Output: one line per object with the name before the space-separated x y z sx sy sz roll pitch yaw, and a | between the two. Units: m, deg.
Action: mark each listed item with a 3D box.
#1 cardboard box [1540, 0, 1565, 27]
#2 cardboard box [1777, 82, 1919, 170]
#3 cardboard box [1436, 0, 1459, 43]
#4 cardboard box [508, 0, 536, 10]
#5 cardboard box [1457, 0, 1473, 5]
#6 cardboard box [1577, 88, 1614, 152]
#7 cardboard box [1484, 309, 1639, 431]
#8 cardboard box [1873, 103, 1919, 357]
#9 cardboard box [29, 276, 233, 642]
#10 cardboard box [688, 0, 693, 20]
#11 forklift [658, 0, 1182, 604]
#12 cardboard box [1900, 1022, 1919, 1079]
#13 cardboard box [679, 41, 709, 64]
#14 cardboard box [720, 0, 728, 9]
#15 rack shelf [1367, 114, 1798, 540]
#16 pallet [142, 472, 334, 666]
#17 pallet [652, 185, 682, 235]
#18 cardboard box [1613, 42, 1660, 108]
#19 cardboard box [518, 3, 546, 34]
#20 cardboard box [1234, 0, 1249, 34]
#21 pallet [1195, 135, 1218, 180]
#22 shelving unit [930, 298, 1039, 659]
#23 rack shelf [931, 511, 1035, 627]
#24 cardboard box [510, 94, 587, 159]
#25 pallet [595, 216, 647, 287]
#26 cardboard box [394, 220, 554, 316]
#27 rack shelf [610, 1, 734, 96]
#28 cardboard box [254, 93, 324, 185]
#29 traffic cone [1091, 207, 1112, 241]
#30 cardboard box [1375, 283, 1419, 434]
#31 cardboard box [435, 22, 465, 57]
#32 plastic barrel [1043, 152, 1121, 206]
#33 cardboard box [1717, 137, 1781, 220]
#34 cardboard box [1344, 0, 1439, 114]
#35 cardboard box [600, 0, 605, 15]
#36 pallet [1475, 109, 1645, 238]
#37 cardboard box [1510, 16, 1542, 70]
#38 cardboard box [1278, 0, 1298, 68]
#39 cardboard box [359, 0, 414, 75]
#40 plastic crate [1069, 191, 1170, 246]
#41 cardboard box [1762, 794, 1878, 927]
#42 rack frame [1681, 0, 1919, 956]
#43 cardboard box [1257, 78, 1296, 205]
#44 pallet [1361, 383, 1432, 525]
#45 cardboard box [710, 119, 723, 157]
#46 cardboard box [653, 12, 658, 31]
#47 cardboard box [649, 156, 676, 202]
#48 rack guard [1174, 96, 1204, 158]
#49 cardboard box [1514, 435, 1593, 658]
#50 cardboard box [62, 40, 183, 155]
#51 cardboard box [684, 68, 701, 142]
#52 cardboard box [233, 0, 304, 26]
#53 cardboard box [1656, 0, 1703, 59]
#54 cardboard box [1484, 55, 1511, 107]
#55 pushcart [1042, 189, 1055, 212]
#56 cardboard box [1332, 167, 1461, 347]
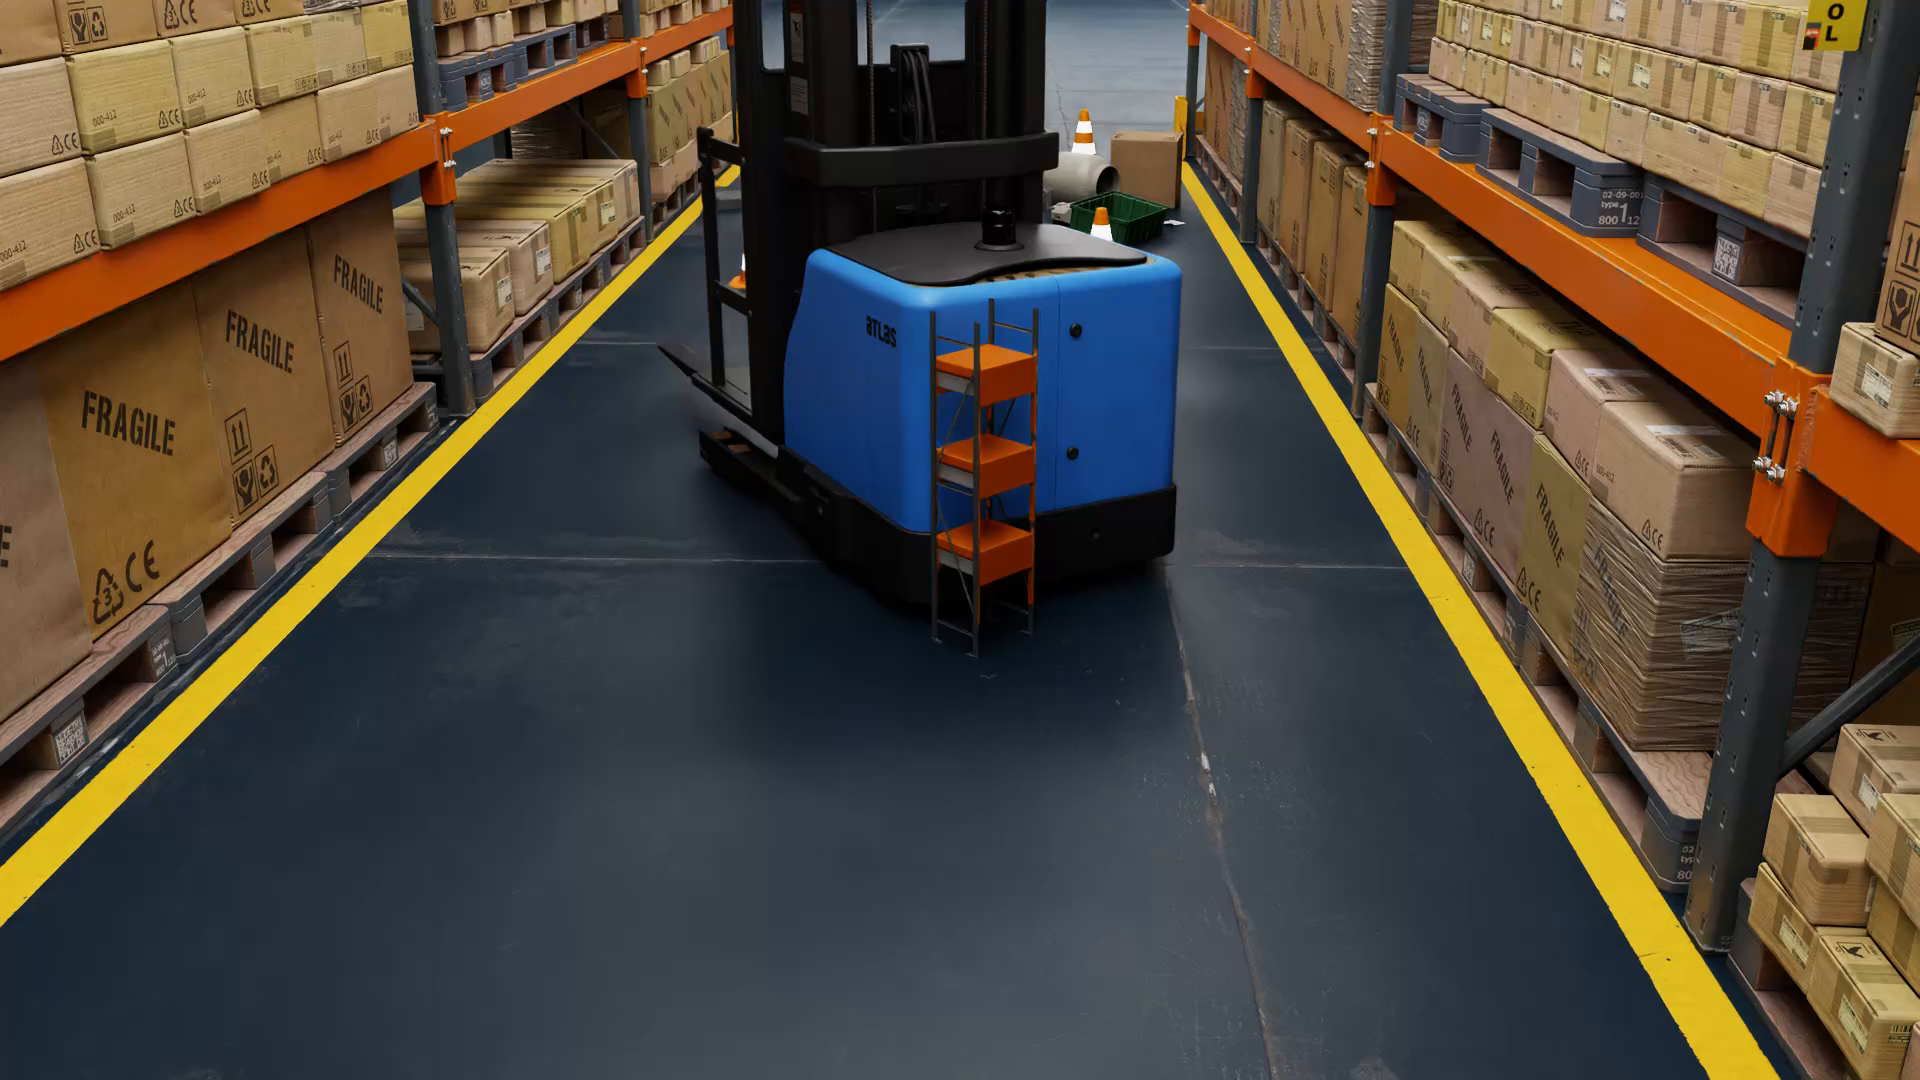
cardboard box | 2.014 -1.661 5.107 0.380 0.149 0.250 1 21 3
cardboard box | 1.953 -0.862 3.460 0.380 0.149 0.250 1 21 3
cardboard box | 2.045 -1.990 6.366 0.380 0.149 0.250 2 21 4
cardboard box | -2.427 -2.885 8.187 0.500 0.500 0.500 1 21 3
cardboard box | 2.047 -2.039 6.082 0.380 0.149 0.250 0 21 0
cardboard box | 1.989 -1.194 4.727 0.380 0.149 0.250 2 21 4
cardboard box | 1.939 -0.528 5.081 0.500 0.250 0.500 0 21 -1
cardboard box | 1.872 -0.508 2.642 0.500 0.500 0.500 0 21 1
cardboard box | -2.854 -0.274 4.945 0.875 0.875 0.875 1 21 3
cardboard box | -2.211 -3.956 12.426 0.380 0.149 0.250 1 21 1
forklift | -0.401 -1.652 6.235 1.130 2.935 3.031 -11 24 -26
cardboard box | 1.843 0.949 2.796 0.380 0.149 0.250 1 21 1
cardboard box | -2.175 -3.809 12.987 0.380 0.149 0.250 2 21 4
cardboard box | -2.142 -4.508 13.848 0.380 0.149 0.250 0 21 1
rack shelf | 2.199 -0.887 5.162 1.077 0.370 4.000 1 21 2
pallet | -2.830 0.061 5.580 1.003 0.211 1.213 1 21 2
pallet | -2.584 -2.353 11.800 1.003 0.211 1.213 1 21 2
cardboard box | 1.984 -1.240 4.434 0.380 0.149 0.250 0 21 -1
cardboard box | -2.397 -2.741 8.713 0.380 0.149 0.250 1 21 3
cardboard box | 2.375 -3.794 11.453 0.875 0.550 0.550 1 21 2
pallet | 2.557 -3.248 14.107 1.003 0.211 1.213 1 21 2
shelving unit | 0.072 -0.182 5.047 0.252 1.050 0.215 -19 28 -40
rack shelf | 0.072 0.087 5.152 0.240 0.259 0.215 -19 28 -40
cardboard box | -2.819 -2.890 11.514 0.500 0.500 0.500 0 21 1
pallet | -2.591 -1.828 10.448 1.003 0.211 1.213 1 21 2
cardboard box | -2.649 -1.405 8.555 0.950 0.372 0.625 0 21 1
rack shelf | -2.508 -3.797 12.663 1.077 0.370 4.000 1 21 2
cardboard box | -2.478 -1.341 5.545 0.500 0.250 0.500 0 21 1
traffic cone | 0.832 -1.740 9.875 0.336 0.463 0.334 1 21 2
cardboard box | 1.984 -0.723 6.620 0.500 0.500 0.500 0 21 -1
cardboard box | -2.453 -2.259 7.471 0.380 0.149 0.250 -1 21 -2
plastic barrel | 0.883 -2.617 12.189 0.512 0.421 0.421 18 27 38
cardboard box | 1.960 -0.817 3.755 0.380 0.149 0.250 1 21 2
cardboard box | 2.006 -2.158 7.305 0.500 0.500 0.500 1 21 2
cardboard box | -2.334 -3.204 9.906 0.380 0.149 0.250 0 21 0
pallet | 2.241 -1.140 5.084 1.003 0.211 1.213 1 21 2
cardboard box | 2.018 -1.614 5.398 0.380 0.149 0.250 1 21 2
cardboard box | 2.065 -2.888 9.186 0.500 0.500 0.500 1 21 1
cardboard box | -2.451 -1.948 6.420 0.500 0.250 0.500 1 21 1
plastic crate | 1.078 -2.185 11.320 0.450 0.188 0.662 23 29 25
cardboard box | 1.808 0.623 3.225 0.380 0.149 0.250 2 21 4
rack frame | 2.139 -0.499 3.168 1.000 3.000 0.127 1 21 2
cardboard box | 2.471 -2.823 11.515 0.875 0.875 0.875 1 21 2
pallet | 2.235 -0.363 6.672 1.003 0.211 1.213 1 21 2
cardboard box | -2.227 -3.287 13.574 0.500 0.250 0.500 1 21 2
cardboard box | -2.305 -3.591 11.484 0.380 0.149 0.250 1 21 1
cardboard box | -2.281 -2.534 11.633 0.500 0.250 0.500 0 21 -1
rack guard | 2.504 -3.681 14.825 1.175 0.500 0.348 1 21 2
cardboard box | 1.925 0.015 4.719 0.500 0.500 0.500 0 21 0
cardboard box | -2.487 -1.207 4.509 0.500 0.250 0.500 1 21 2
cardboard box | -2.259 -3.264 12.479 0.500 0.500 0.500 2 21 4
cardboard box | -2.474 -1.921 5.312 0.500 0.500 0.500 1 21 2
cardboard box | 1.981 -1.288 4.145 0.380 0.149 0.250 1 21 1
cardboard box | 2.022 -1.572 5.701 0.380 0.149 0.250 2 21 4
pushcart | -0.288 -2.180 11.125 1.648 0.377 0.936 -7 22 -17
cardboard box | 2.369 -1.311 7.791 1.050 0.750 0.750 0 21 1
